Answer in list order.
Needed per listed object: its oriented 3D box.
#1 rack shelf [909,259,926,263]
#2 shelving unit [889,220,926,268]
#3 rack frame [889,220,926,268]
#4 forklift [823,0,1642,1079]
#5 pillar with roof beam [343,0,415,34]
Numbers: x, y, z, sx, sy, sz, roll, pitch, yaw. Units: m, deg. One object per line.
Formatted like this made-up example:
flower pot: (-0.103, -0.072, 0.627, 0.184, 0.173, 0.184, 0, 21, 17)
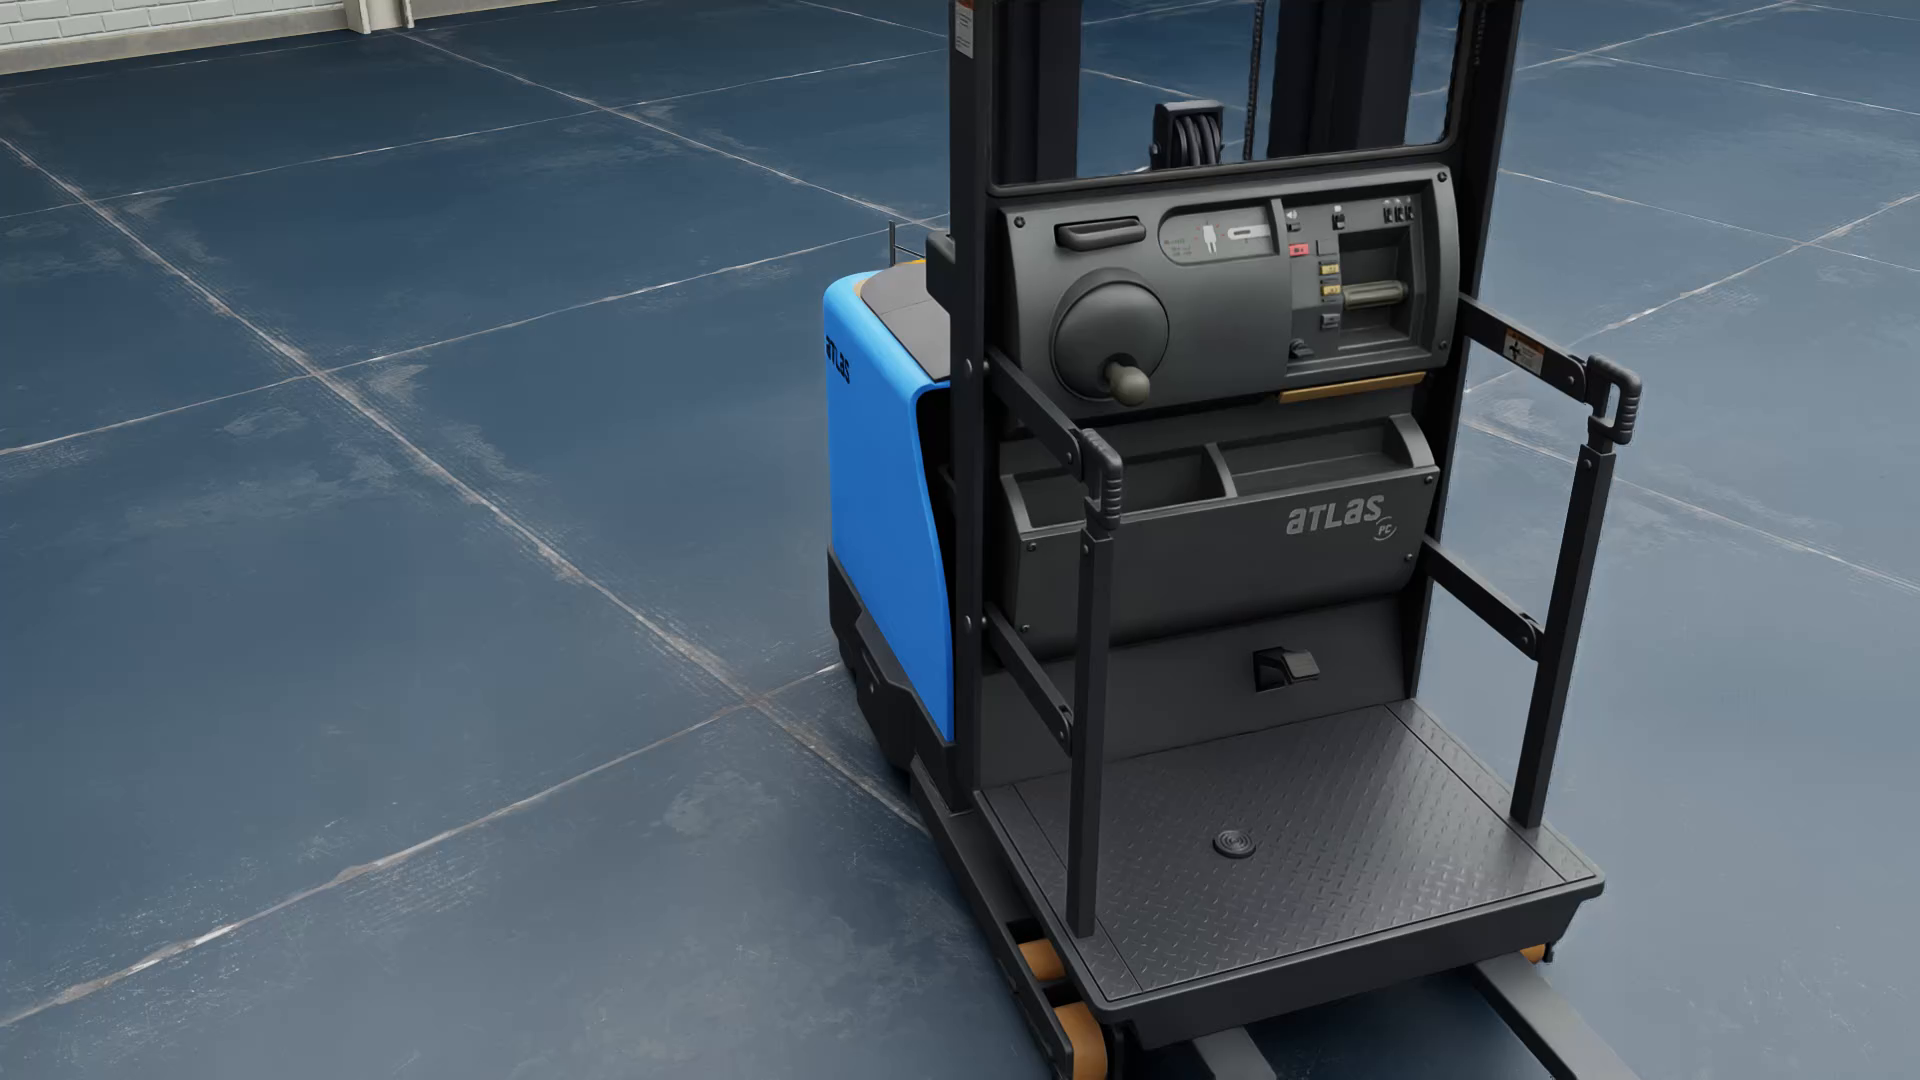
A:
rack shelf: (-0.041, -0.688, 4.843, 0.240, 0.259, 0.215, -22, 35, -35)
shelving unit: (-0.041, -0.447, 4.972, 0.252, 1.050, 0.215, -22, 35, -35)
rack frame: (-0.134, -0.409, 4.902, 0.008, 1.050, 0.200, -22, 35, -35)
forklift: (0.603, -0.441, 2.965, 1.130, 2.935, 3.031, -9, 30, -17)
pillar with roof beam: (-1.526, -6.251, 7.399, 0.400, 9.000, 9.100, -22, 35, -35)
